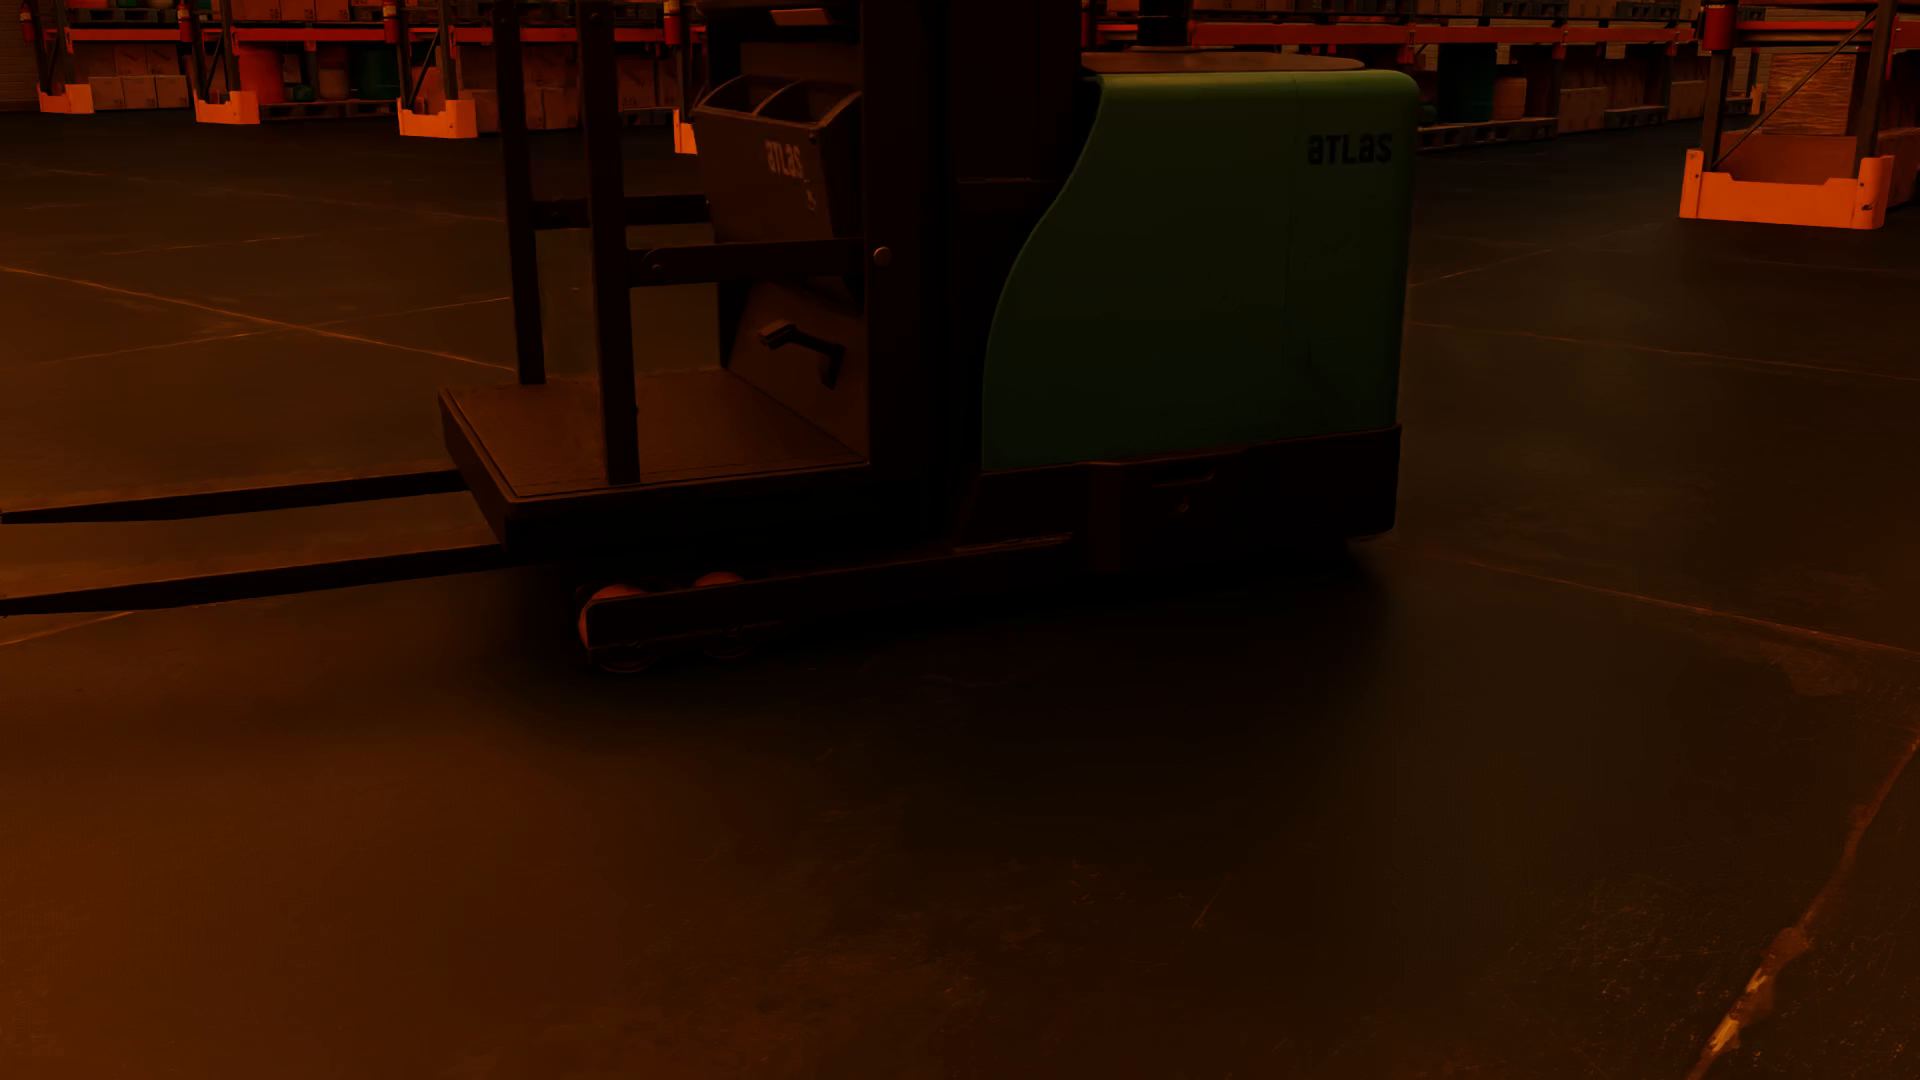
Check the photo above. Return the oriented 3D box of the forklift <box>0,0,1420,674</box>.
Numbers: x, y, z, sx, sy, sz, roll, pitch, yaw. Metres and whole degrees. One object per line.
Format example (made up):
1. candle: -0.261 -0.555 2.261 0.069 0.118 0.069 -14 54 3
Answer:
1. forklift: -0.570 -1.325 3.261 3.031 2.935 1.130 -7 18 -22
